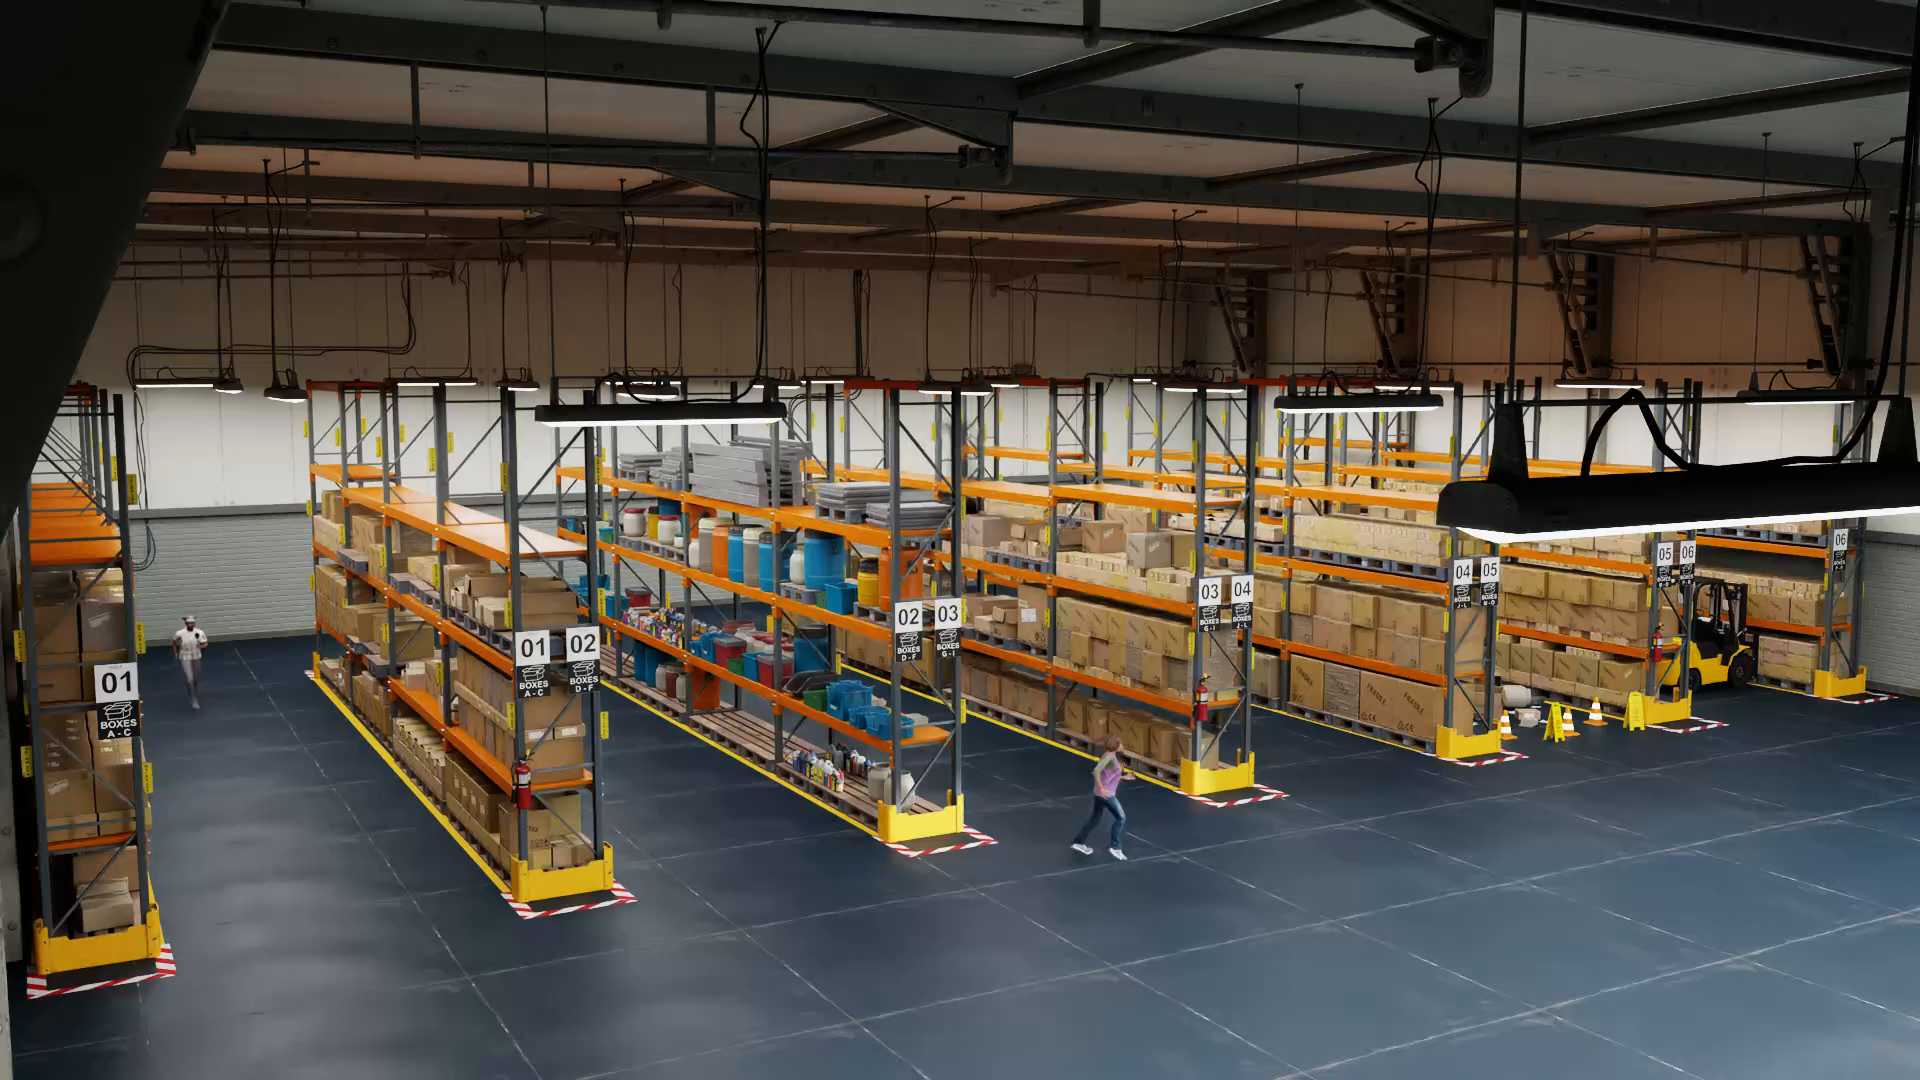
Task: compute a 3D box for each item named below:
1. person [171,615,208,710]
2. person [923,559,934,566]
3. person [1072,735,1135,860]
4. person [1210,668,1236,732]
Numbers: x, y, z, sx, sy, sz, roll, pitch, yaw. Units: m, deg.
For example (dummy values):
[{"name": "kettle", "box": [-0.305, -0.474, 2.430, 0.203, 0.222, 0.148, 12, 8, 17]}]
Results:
[{"name": "person", "box": [-14.169, 2.215, 30.640, 0.559, 1.716, 0.903, -5, 8, -38]}, {"name": "person", "box": [-0.739, 1.092, 41.147, 0.724, 1.725, 0.586, 3, 7, 23]}, {"name": "person", "box": [1.851, 3.298, 21.254, 0.815, 1.637, 0.471, -1, 6, -5]}, {"name": "person", "box": [4.407, 2.438, 28.868, 0.707, 1.722, 0.861, -5, 8, -42]}]
